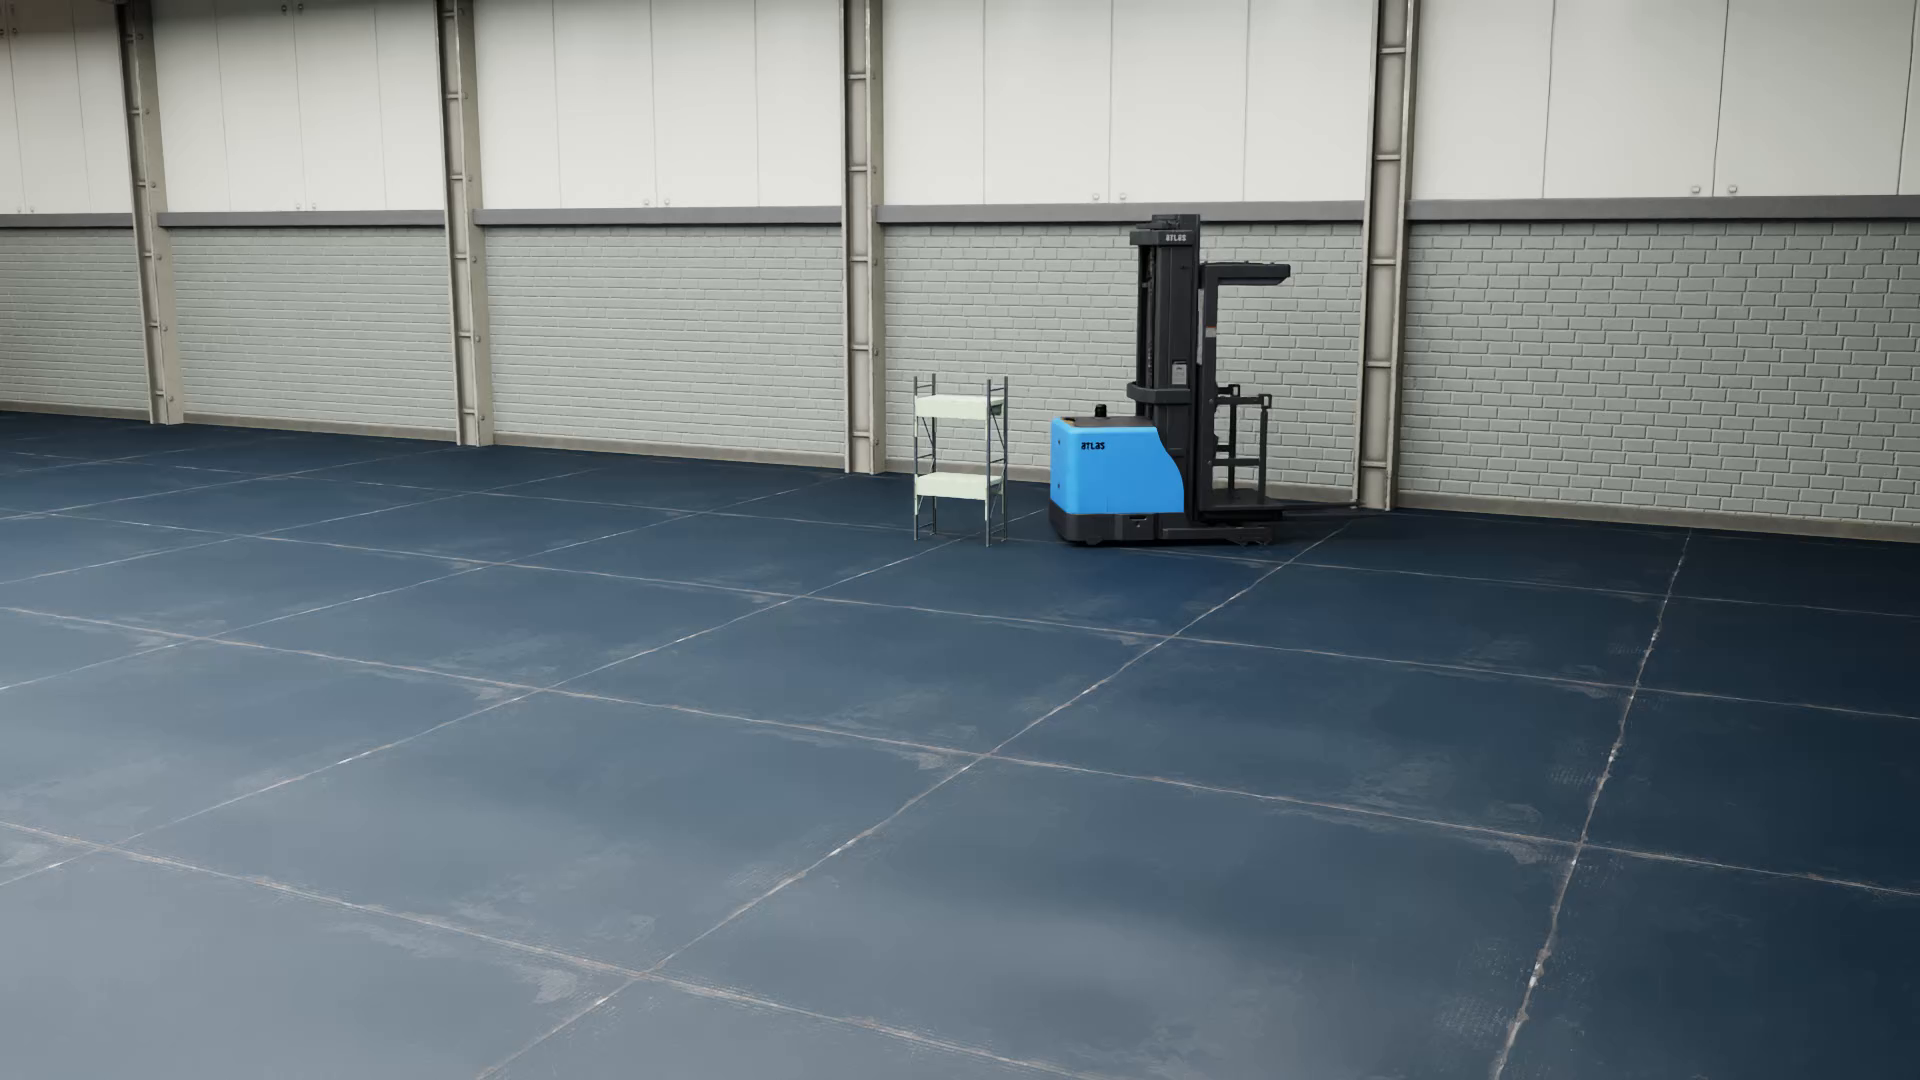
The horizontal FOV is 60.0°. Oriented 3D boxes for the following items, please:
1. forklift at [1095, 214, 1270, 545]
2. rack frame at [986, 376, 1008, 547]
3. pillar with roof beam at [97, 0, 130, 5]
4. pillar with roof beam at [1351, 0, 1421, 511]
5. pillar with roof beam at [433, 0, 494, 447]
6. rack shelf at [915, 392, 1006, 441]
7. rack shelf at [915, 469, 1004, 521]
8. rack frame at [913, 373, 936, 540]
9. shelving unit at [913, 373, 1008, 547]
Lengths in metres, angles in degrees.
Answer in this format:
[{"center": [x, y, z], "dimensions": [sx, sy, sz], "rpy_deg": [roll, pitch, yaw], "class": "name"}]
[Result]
[{"center": [2.394, -1.485, 15.225], "dimensions": [3.031, 2.935, 1.121], "rpy_deg": [-1, 10, -7], "class": "forklift"}, {"center": [0.334, -0.709, 14.954], "dimensions": [0.023, 1.500, 0.400], "rpy_deg": [5, 11, 26], "class": "rack frame"}, {"center": [-13.871, -8.424, 19.645], "dimensions": [0.548, 2.987, 8.718], "rpy_deg": [5, 11, 26], "class": "pillar with roof beam"}, {"center": [2.356, -4.077, 12.512], "dimensions": [0.400, 9.000, 9.100], "rpy_deg": [5, 11, 26], "class": "pillar with roof beam"}, {"center": [-8.406, -5.023, 17.736], "dimensions": [0.400, 9.000, 9.100], "rpy_deg": [5, 11, 26], "class": "pillar with roof beam"}, {"center": [0.006, -1.122, 15.044], "dimensions": [0.720, 0.370, 0.431], "rpy_deg": [5, 11, 26], "class": "rack shelf"}, {"center": [0.006, -0.417, 15.172], "dimensions": [0.720, 0.370, 0.431], "rpy_deg": [5, 11, 26], "class": "rack shelf"}, {"center": [-0.322, -0.766, 15.273], "dimensions": [0.023, 1.500, 0.400], "rpy_deg": [5, 11, 26], "class": "rack frame"}, {"center": [0.006, -0.737, 15.114], "dimensions": [0.755, 1.500, 0.431], "rpy_deg": [5, 11, 26], "class": "shelving unit"}]
